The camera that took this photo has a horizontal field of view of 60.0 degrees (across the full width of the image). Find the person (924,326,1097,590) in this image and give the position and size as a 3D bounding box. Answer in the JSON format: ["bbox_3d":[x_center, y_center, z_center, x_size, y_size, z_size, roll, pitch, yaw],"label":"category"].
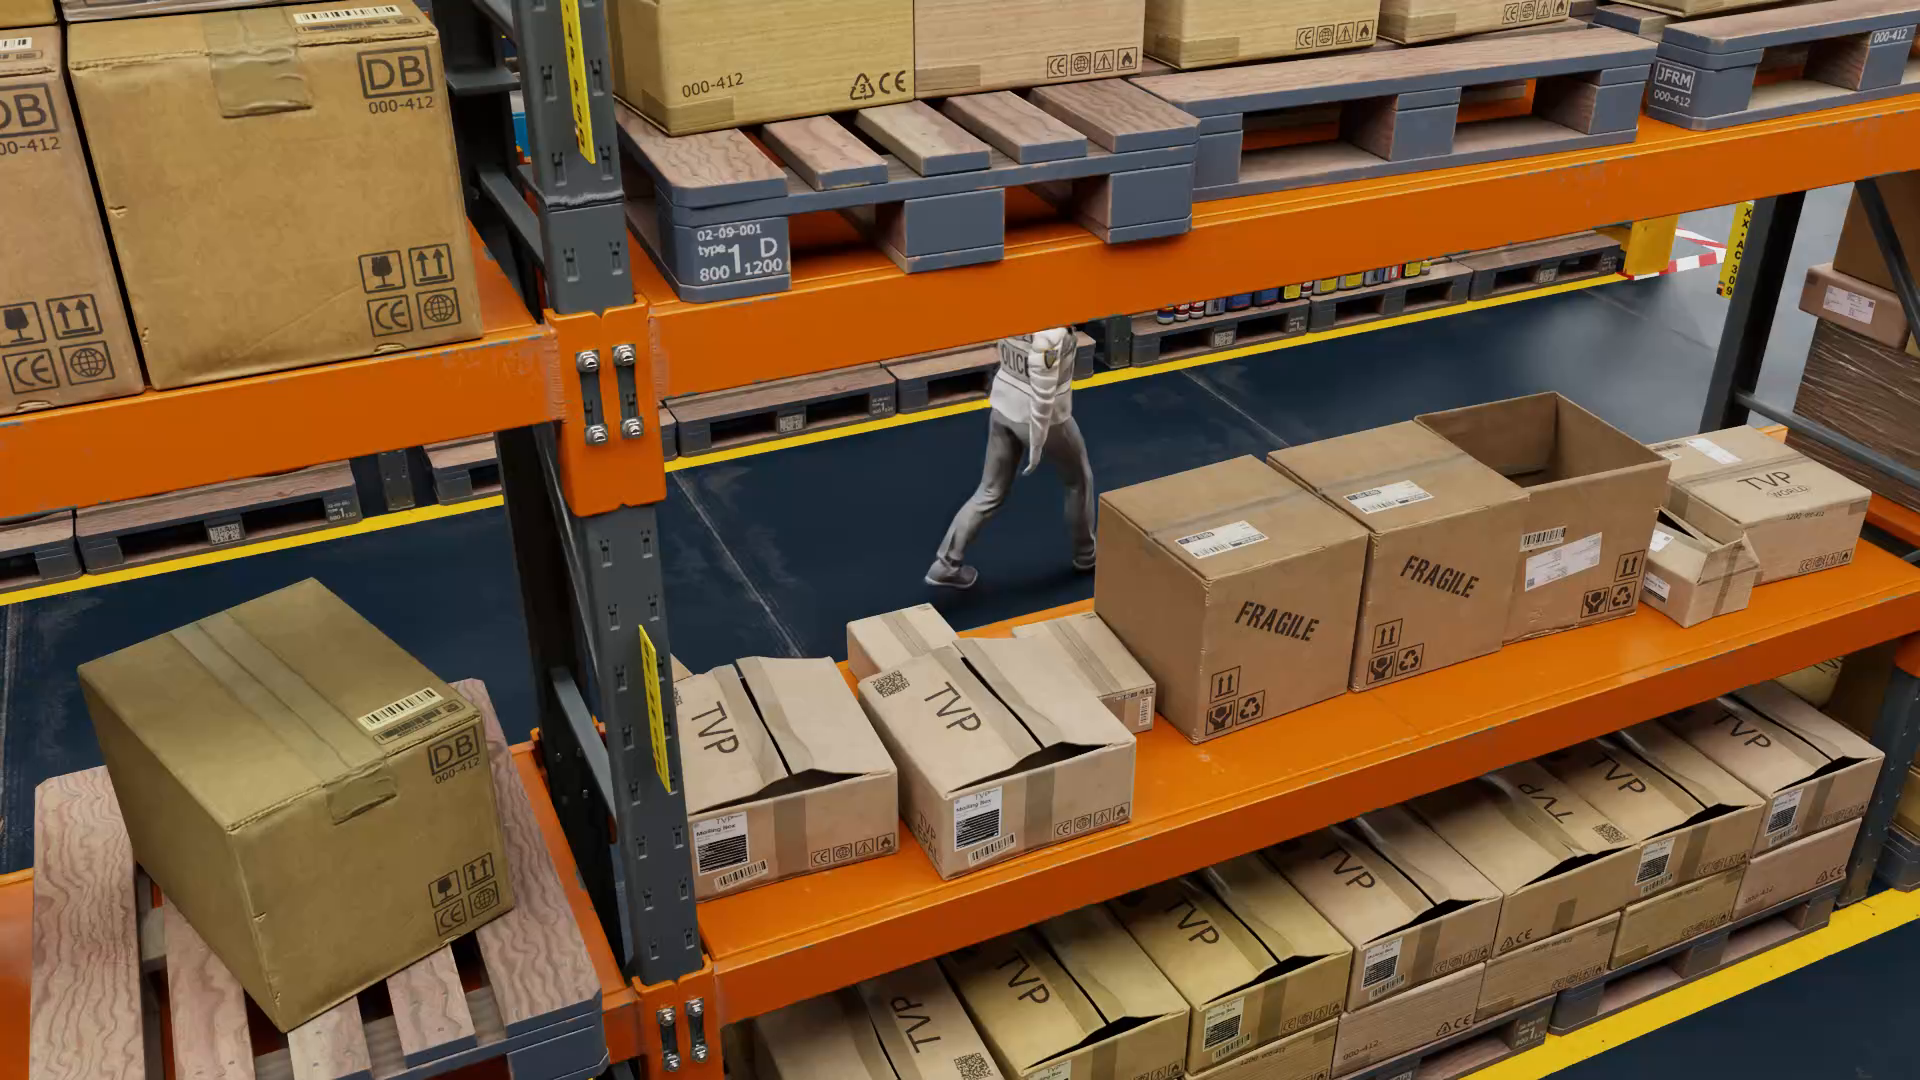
[{"bbox_3d":[0.302,-0.549,7.054,1.002,1.636,0.483,-21,36,-32],"label":"person"}]
